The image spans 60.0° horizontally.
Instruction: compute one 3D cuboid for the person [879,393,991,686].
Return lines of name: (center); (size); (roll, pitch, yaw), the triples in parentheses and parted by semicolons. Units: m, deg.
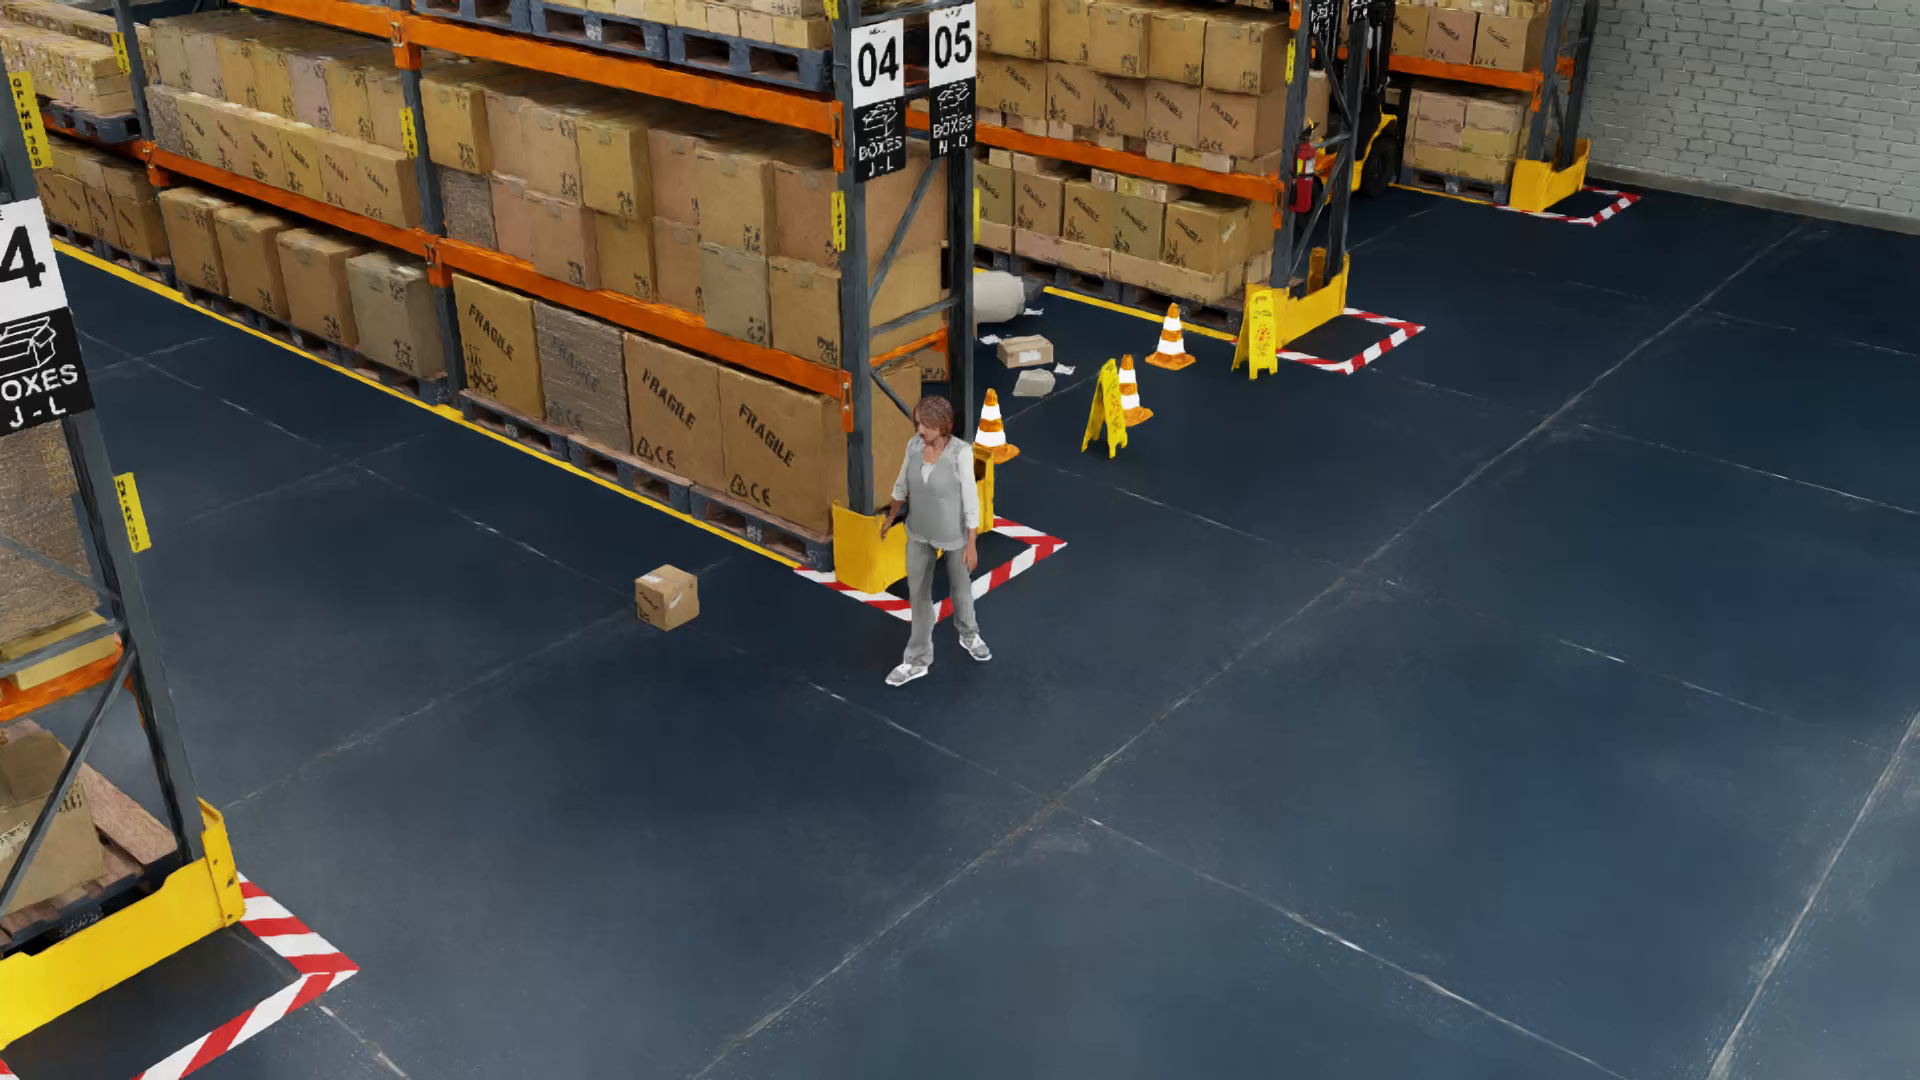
person: (-0.165, -0.025, 8.659); (0.604, 1.583, 0.606); (11, 30, 20)
